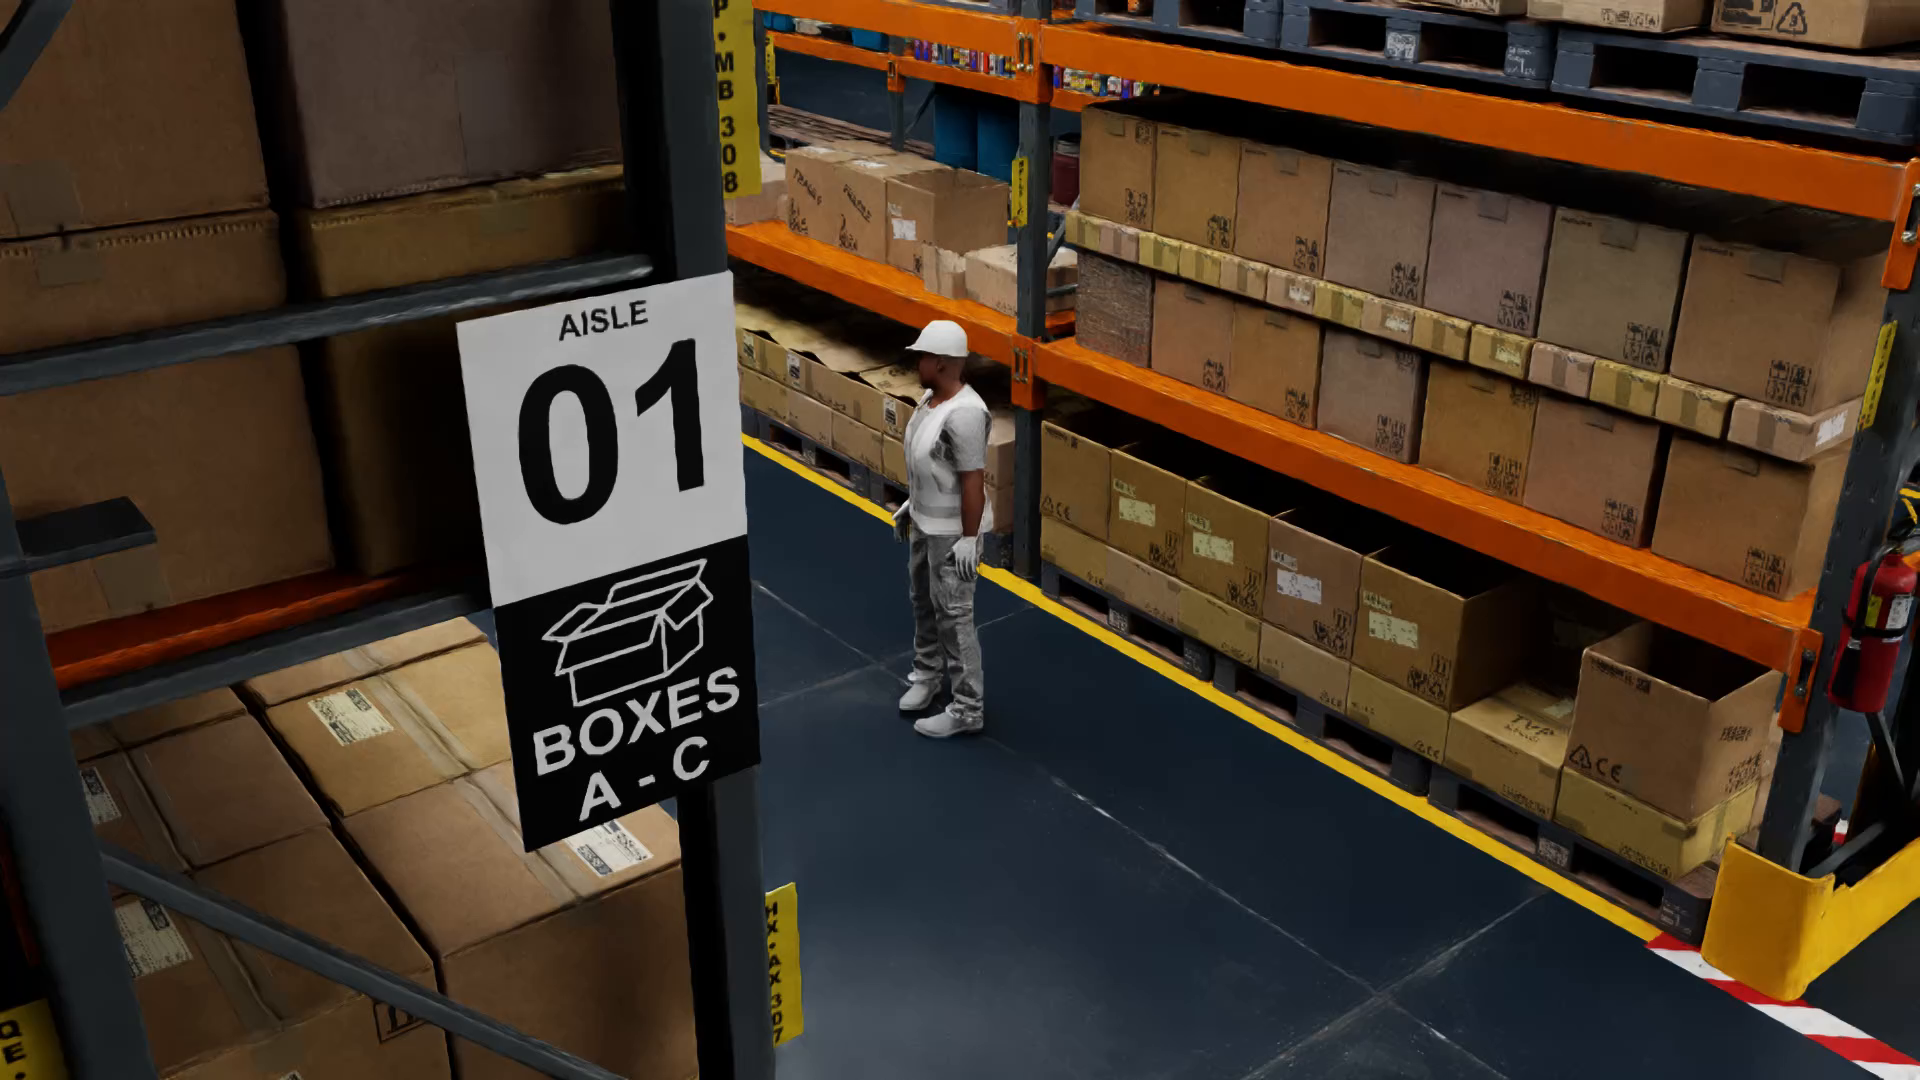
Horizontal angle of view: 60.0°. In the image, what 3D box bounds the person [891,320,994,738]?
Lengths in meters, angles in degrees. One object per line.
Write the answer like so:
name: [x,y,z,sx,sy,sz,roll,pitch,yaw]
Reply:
person: [-0.076,-0.058,7.155,0.415,1.783,0.629,-8,26,-17]
